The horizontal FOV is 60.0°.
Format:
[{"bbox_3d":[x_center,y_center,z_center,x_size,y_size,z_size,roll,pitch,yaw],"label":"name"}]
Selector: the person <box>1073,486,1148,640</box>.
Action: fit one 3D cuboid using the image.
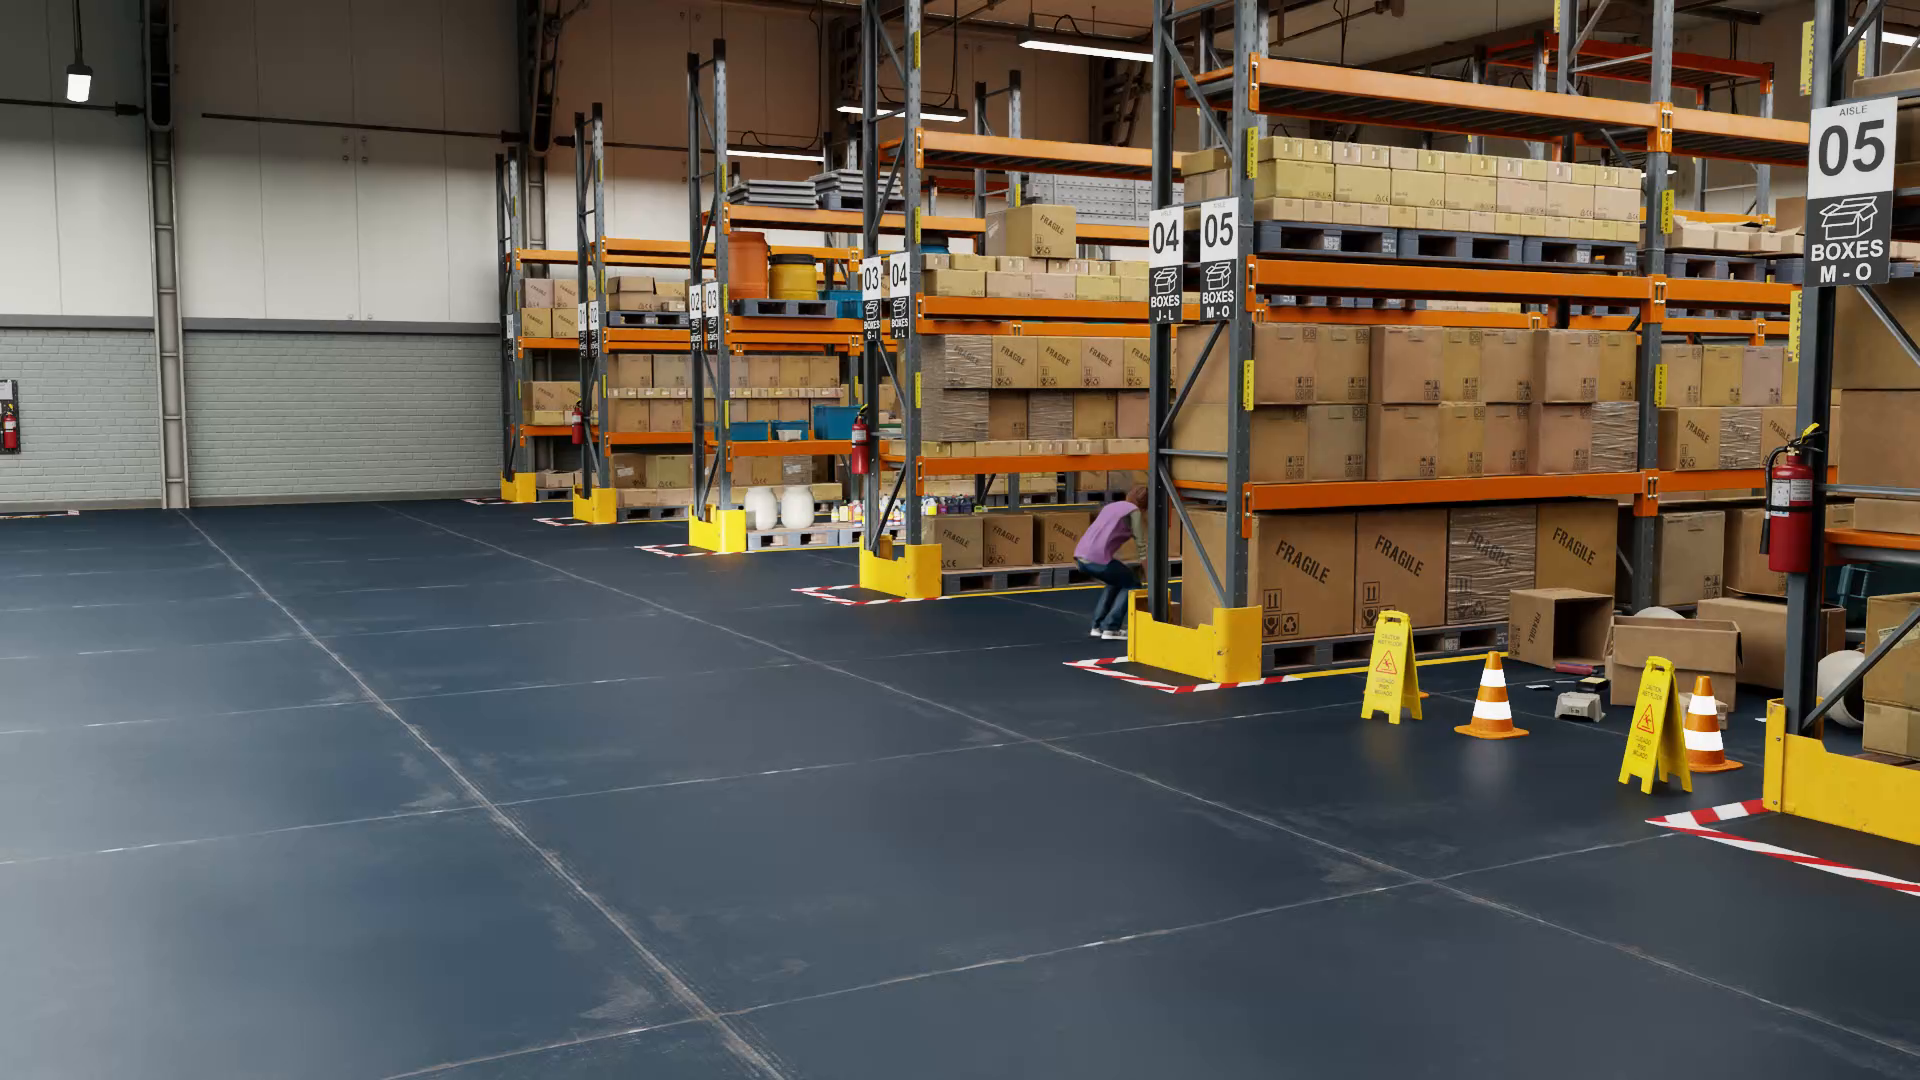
[{"bbox_3d":[1.208,0.184,13.063,0.714,1.171,0.463,-3,6,-28],"label":"person"}]
